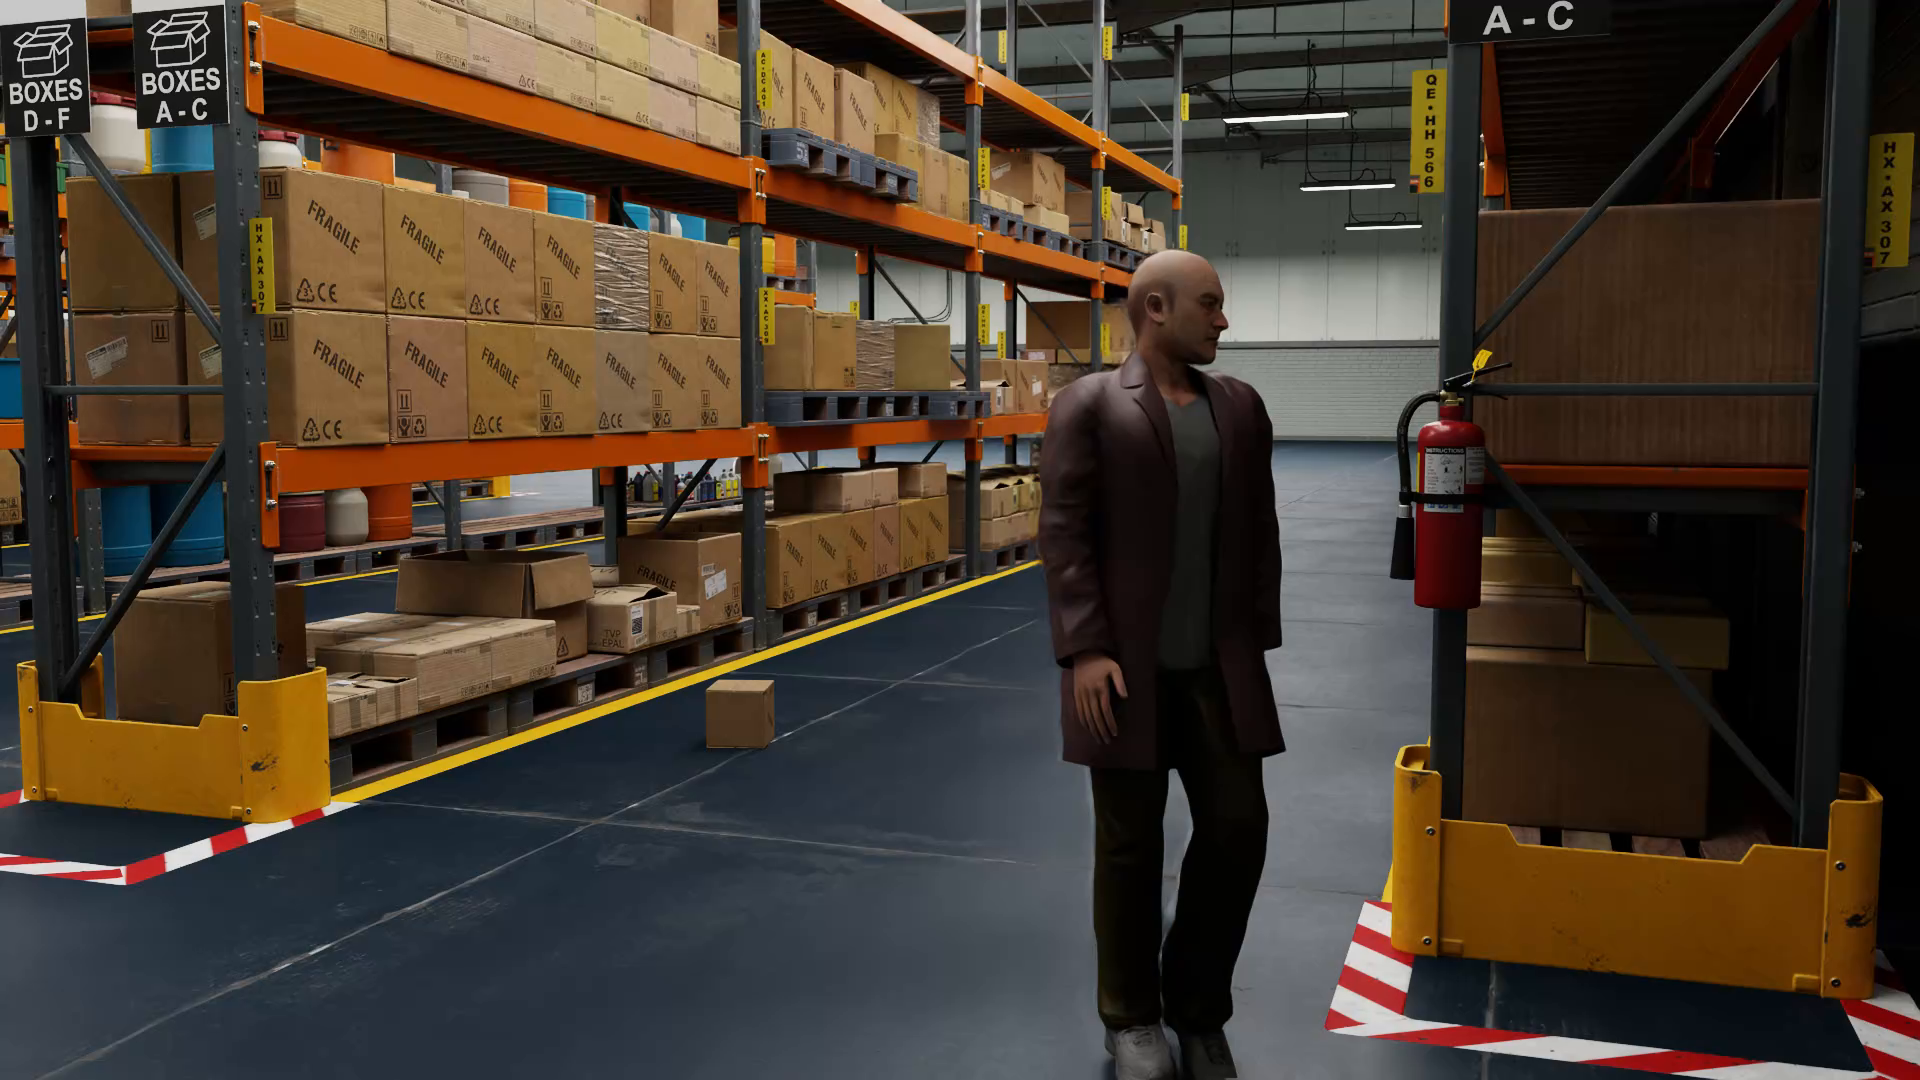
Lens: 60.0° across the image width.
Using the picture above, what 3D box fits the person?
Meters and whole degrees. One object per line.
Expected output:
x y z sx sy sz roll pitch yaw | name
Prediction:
0.463 0.301 3.590 0.592 1.845 0.432 -1 5 -14 | person
